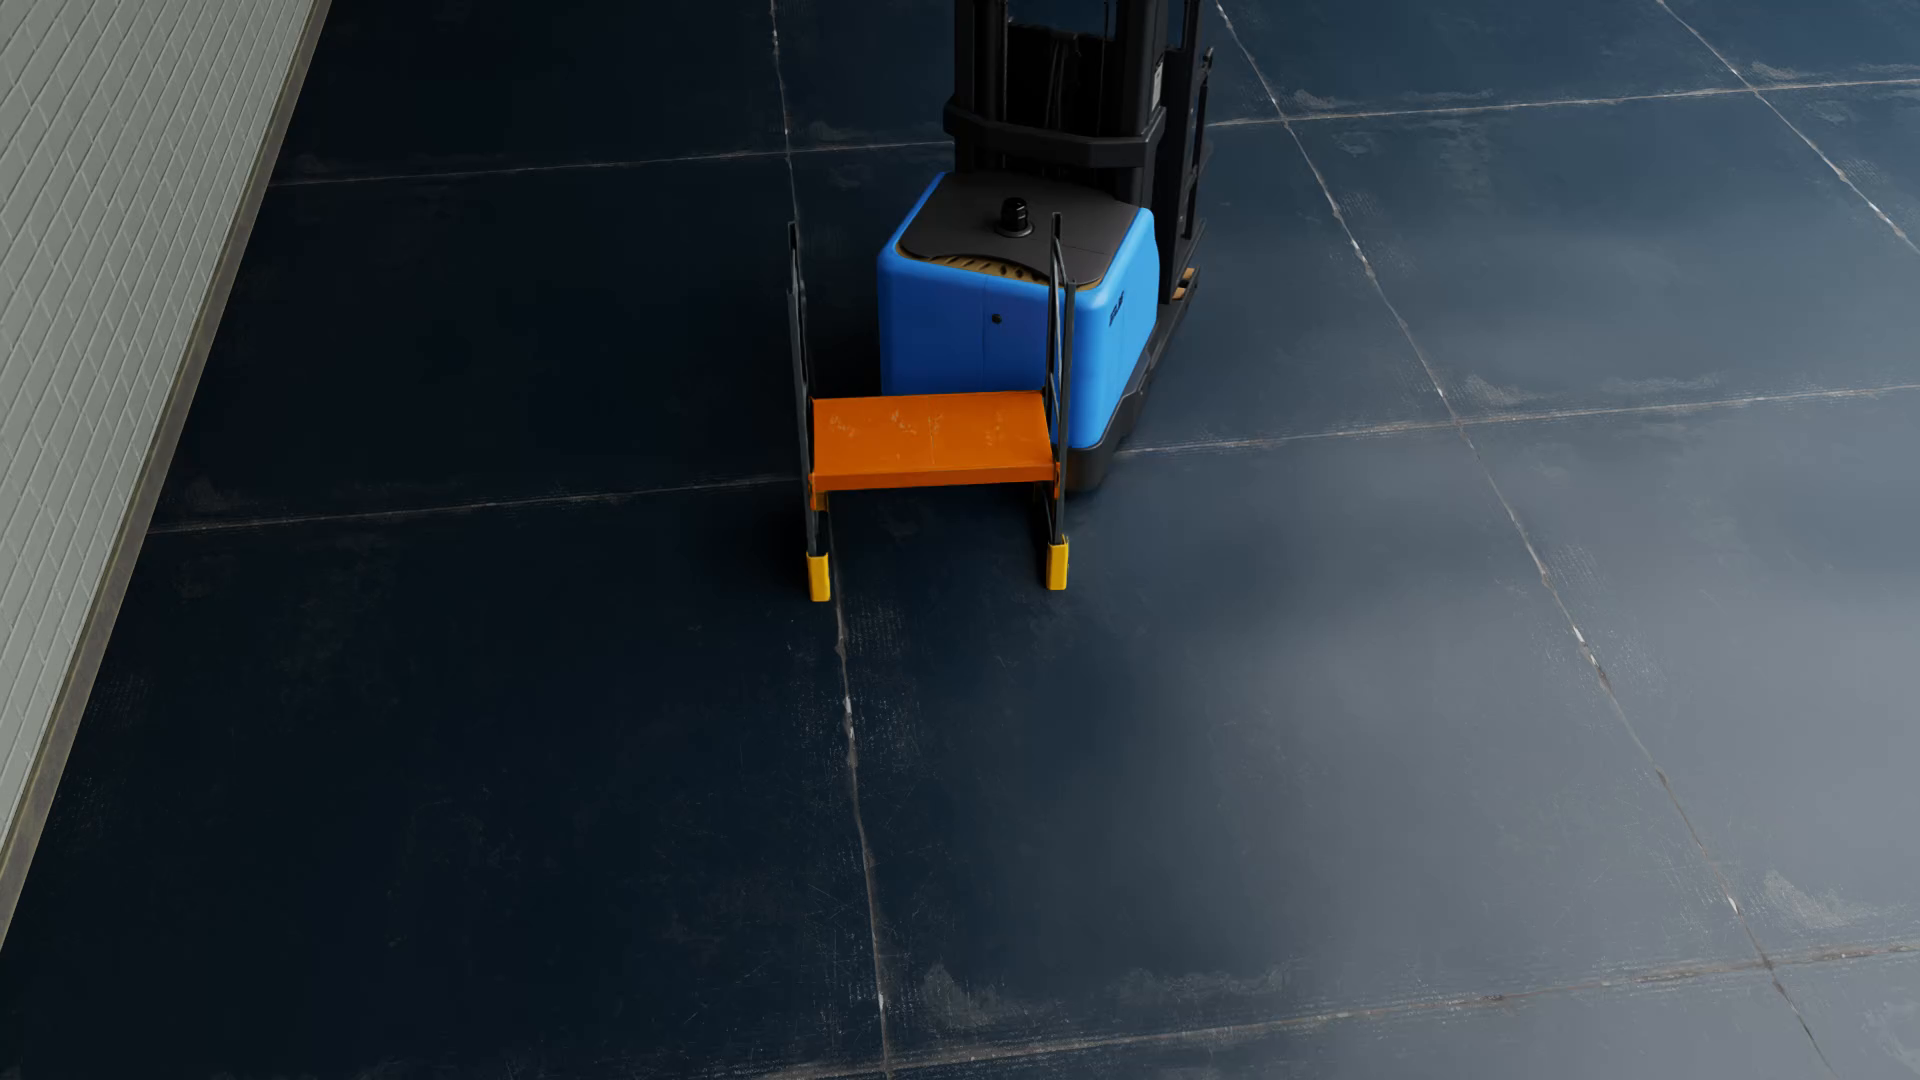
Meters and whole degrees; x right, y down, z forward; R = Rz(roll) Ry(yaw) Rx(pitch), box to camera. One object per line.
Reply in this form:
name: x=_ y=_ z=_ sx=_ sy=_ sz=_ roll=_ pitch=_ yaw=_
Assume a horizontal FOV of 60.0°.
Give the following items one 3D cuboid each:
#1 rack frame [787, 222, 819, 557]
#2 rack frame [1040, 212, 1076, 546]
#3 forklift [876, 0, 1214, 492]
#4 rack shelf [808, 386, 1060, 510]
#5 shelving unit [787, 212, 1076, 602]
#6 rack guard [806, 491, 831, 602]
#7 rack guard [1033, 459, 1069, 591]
rack frame: x=-0.625 y=-0.492 z=6.676 sx=0.032 sy=1.500 sz=0.500 roll=-3 pitch=42 yaw=-3
rack frame: x=0.389 y=-0.540 z=6.729 sx=0.032 sy=1.500 sz=0.500 roll=-3 pitch=42 yaw=-3
forklift: x=0.605 y=-2.299 z=7.610 sx=1.130 sy=2.935 sz=3.031 roll=13 pitch=44 yaw=14
rack shelf: x=-0.118 y=-0.383 z=6.823 sx=1.000 sy=0.185 sz=0.538 roll=-3 pitch=42 yaw=-3
shelving unit: x=-0.109 y=-0.517 z=6.703 sx=1.083 sy=1.500 sz=0.587 roll=-3 pitch=42 yaw=-3
rack guard: x=-0.606 y=-0.029 z=7.096 sx=0.087 sy=0.250 sz=0.587 roll=-3 pitch=42 yaw=-3
rack guard: x=0.388 y=-0.076 z=7.148 sx=0.087 sy=0.250 sz=0.587 roll=-3 pitch=42 yaw=-3
